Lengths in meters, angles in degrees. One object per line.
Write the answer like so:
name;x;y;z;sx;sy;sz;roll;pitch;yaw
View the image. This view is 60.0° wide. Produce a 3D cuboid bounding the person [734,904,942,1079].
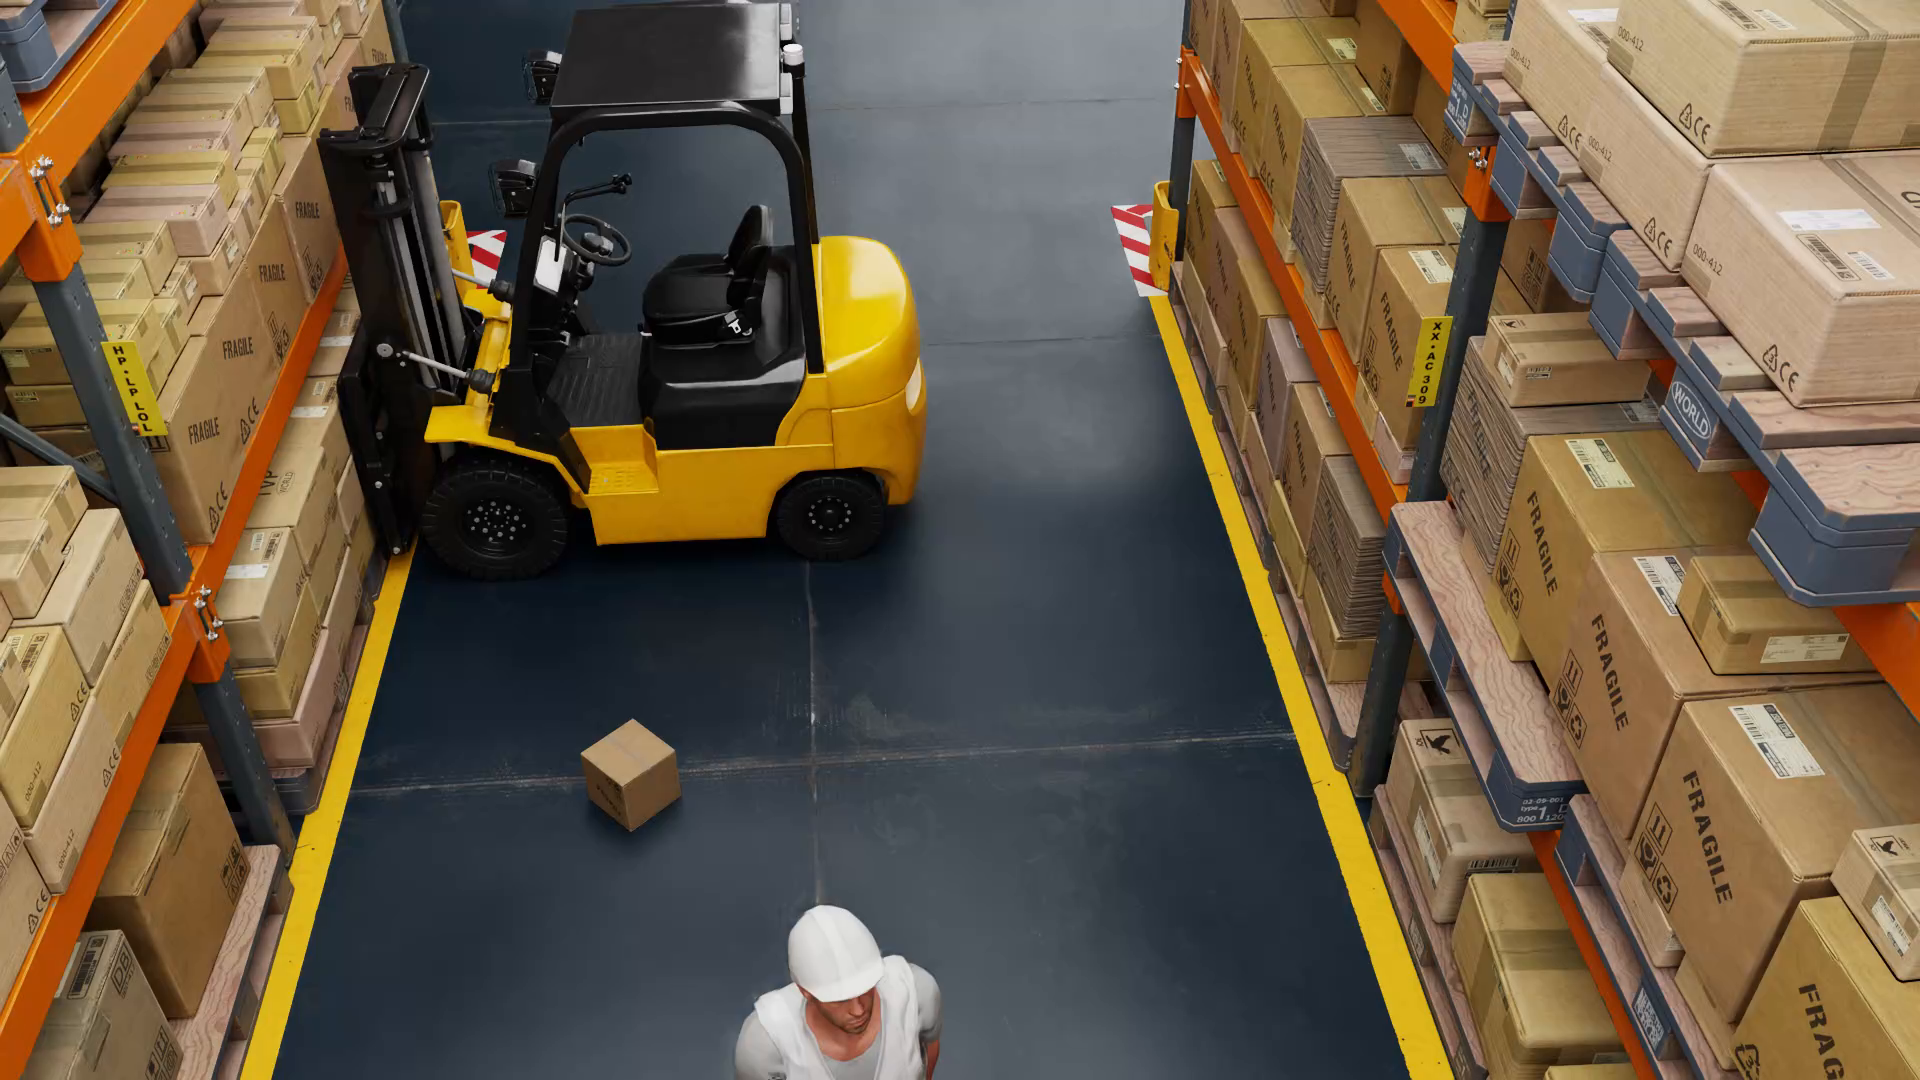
person;-0.257;1.587;4.131;0.524;1.755;0.960;-8;40;-10
